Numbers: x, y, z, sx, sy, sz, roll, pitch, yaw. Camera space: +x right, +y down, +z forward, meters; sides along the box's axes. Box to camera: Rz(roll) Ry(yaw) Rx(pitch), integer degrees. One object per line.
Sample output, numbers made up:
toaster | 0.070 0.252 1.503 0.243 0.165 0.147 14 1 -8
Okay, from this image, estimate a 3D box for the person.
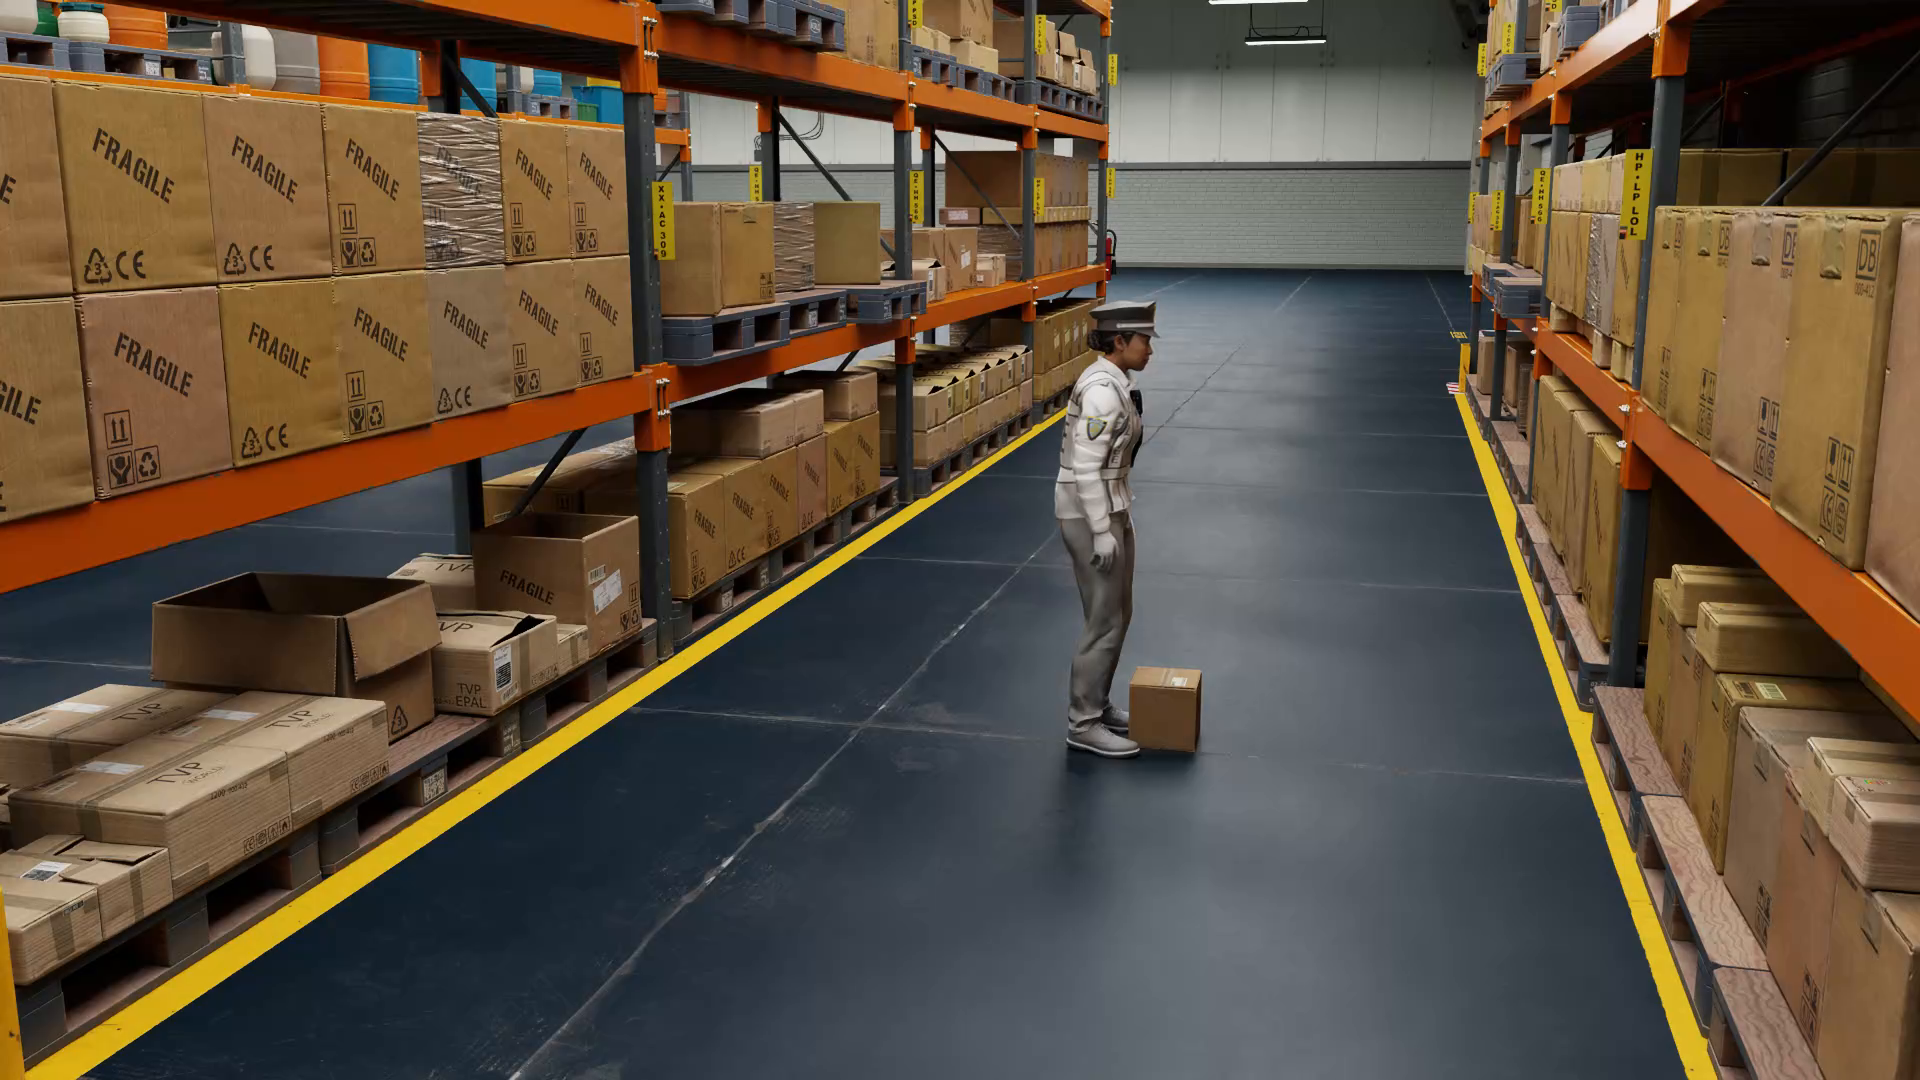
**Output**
person | 0.545 -0.059 6.230 0.372 1.663 0.529 3 12 14
